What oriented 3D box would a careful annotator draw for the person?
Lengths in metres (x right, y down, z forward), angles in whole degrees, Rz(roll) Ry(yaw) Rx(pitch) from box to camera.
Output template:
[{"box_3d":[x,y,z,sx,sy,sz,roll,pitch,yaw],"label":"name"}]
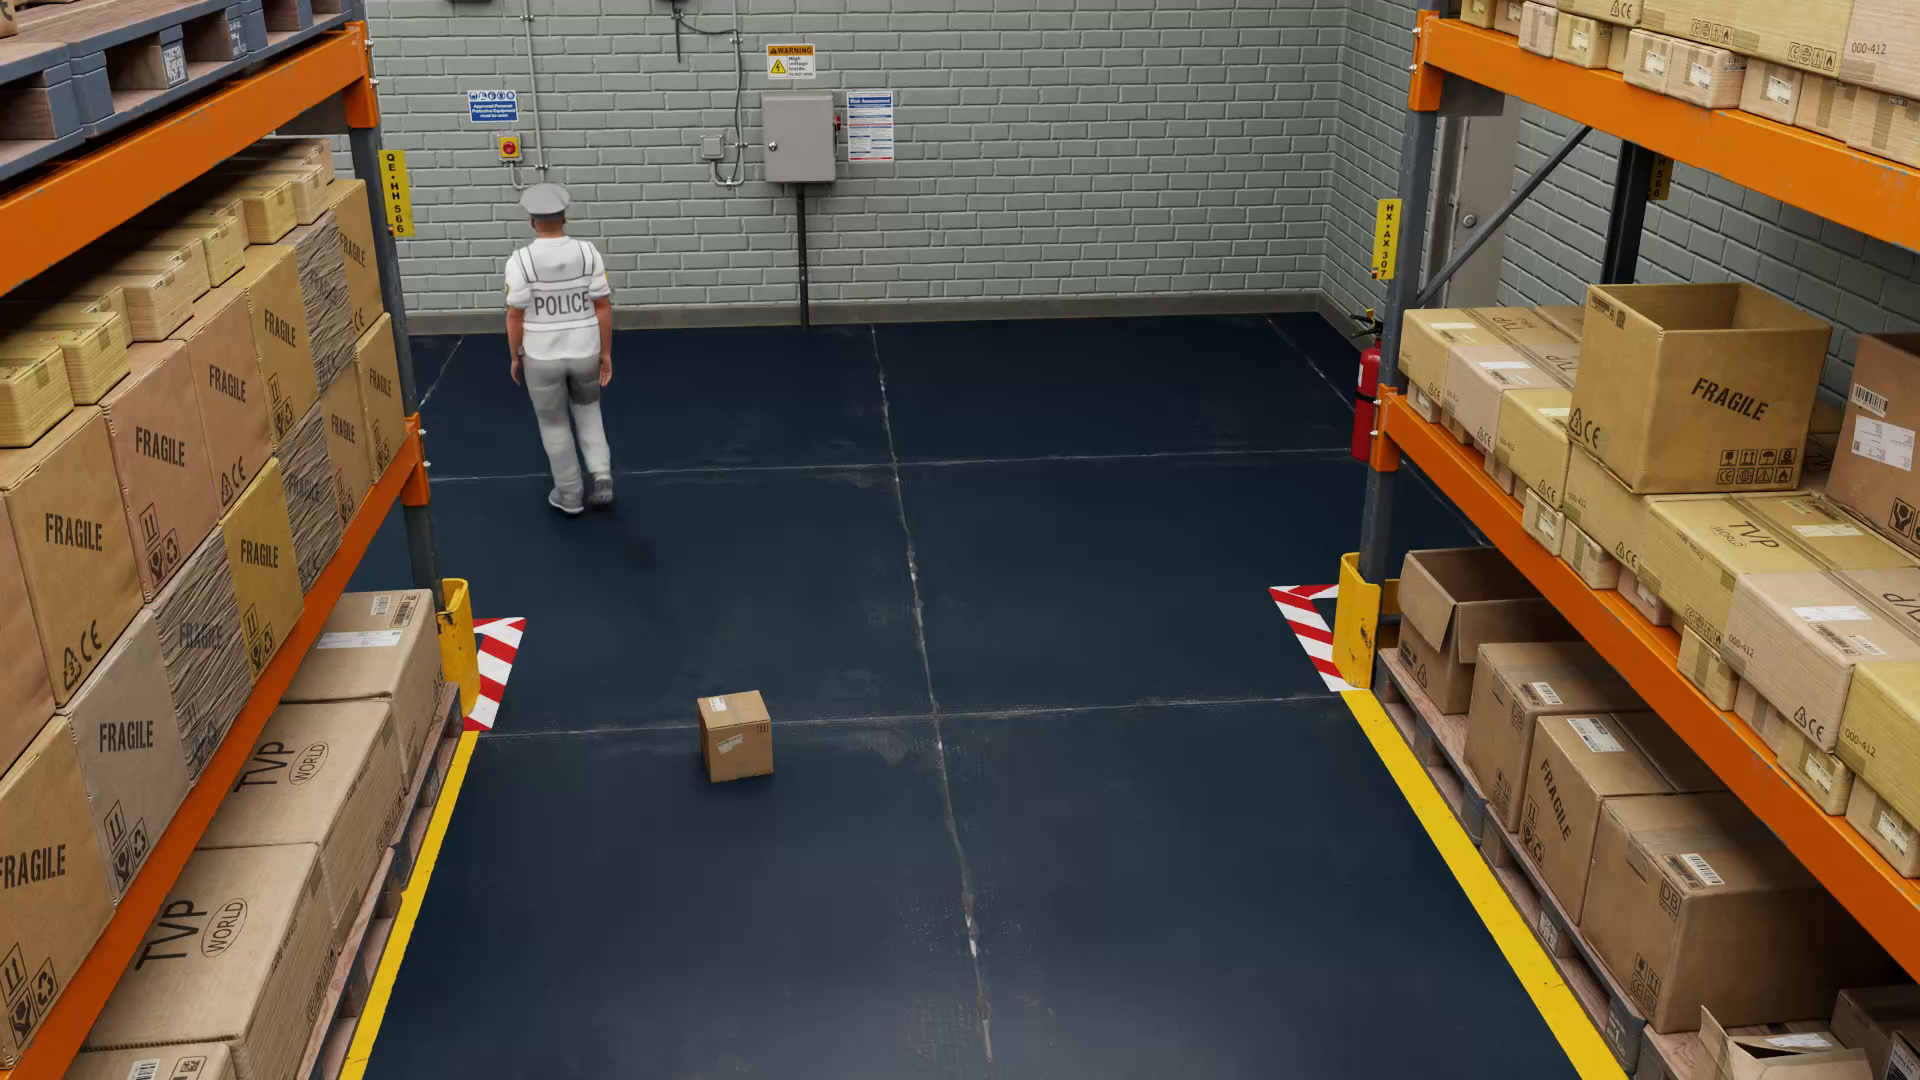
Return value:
[{"box_3d":[-2.127,-0.989,8.823,0.531,1.800,0.450,-13,27,-28],"label":"person"}]
